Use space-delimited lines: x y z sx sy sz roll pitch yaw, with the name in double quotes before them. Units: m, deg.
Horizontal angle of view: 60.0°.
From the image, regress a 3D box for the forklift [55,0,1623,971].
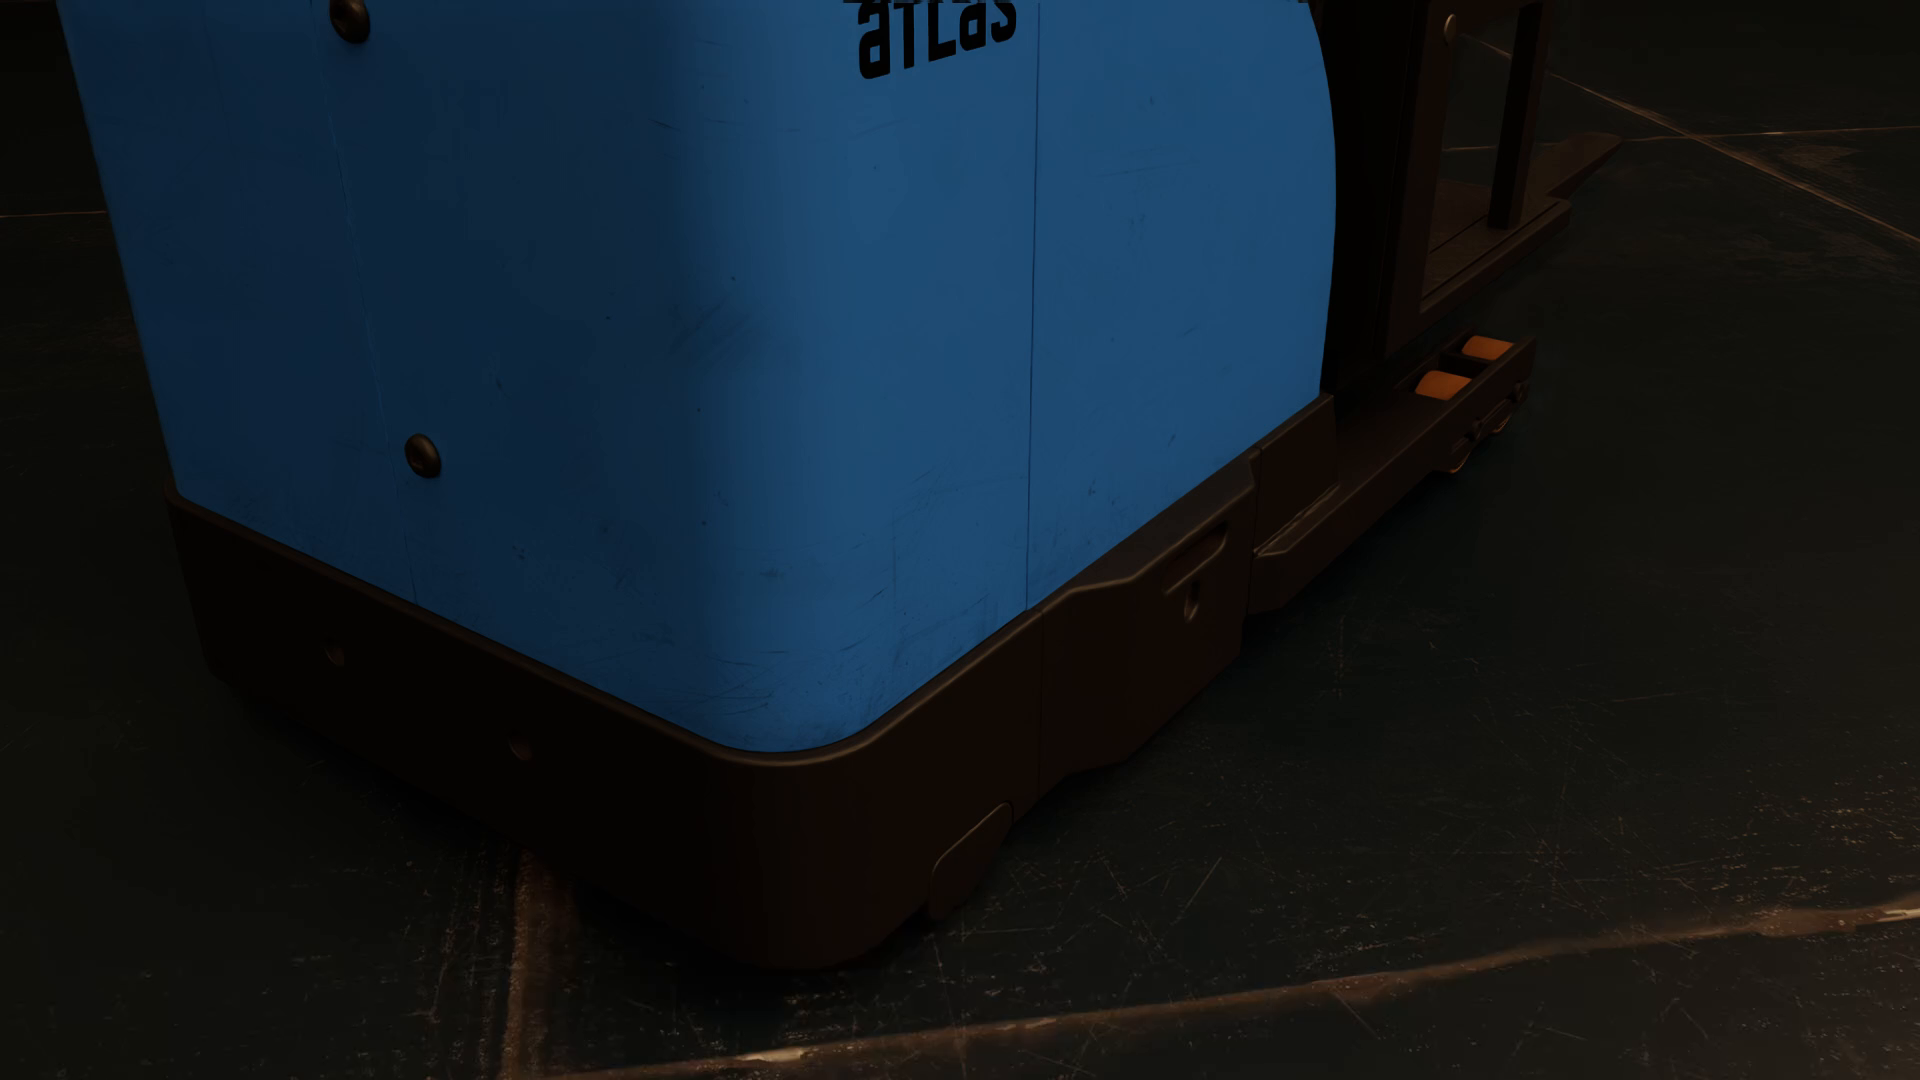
"forklift" 0.325 -1.521 2.240 1.130 2.935 3.031 19 33 31
